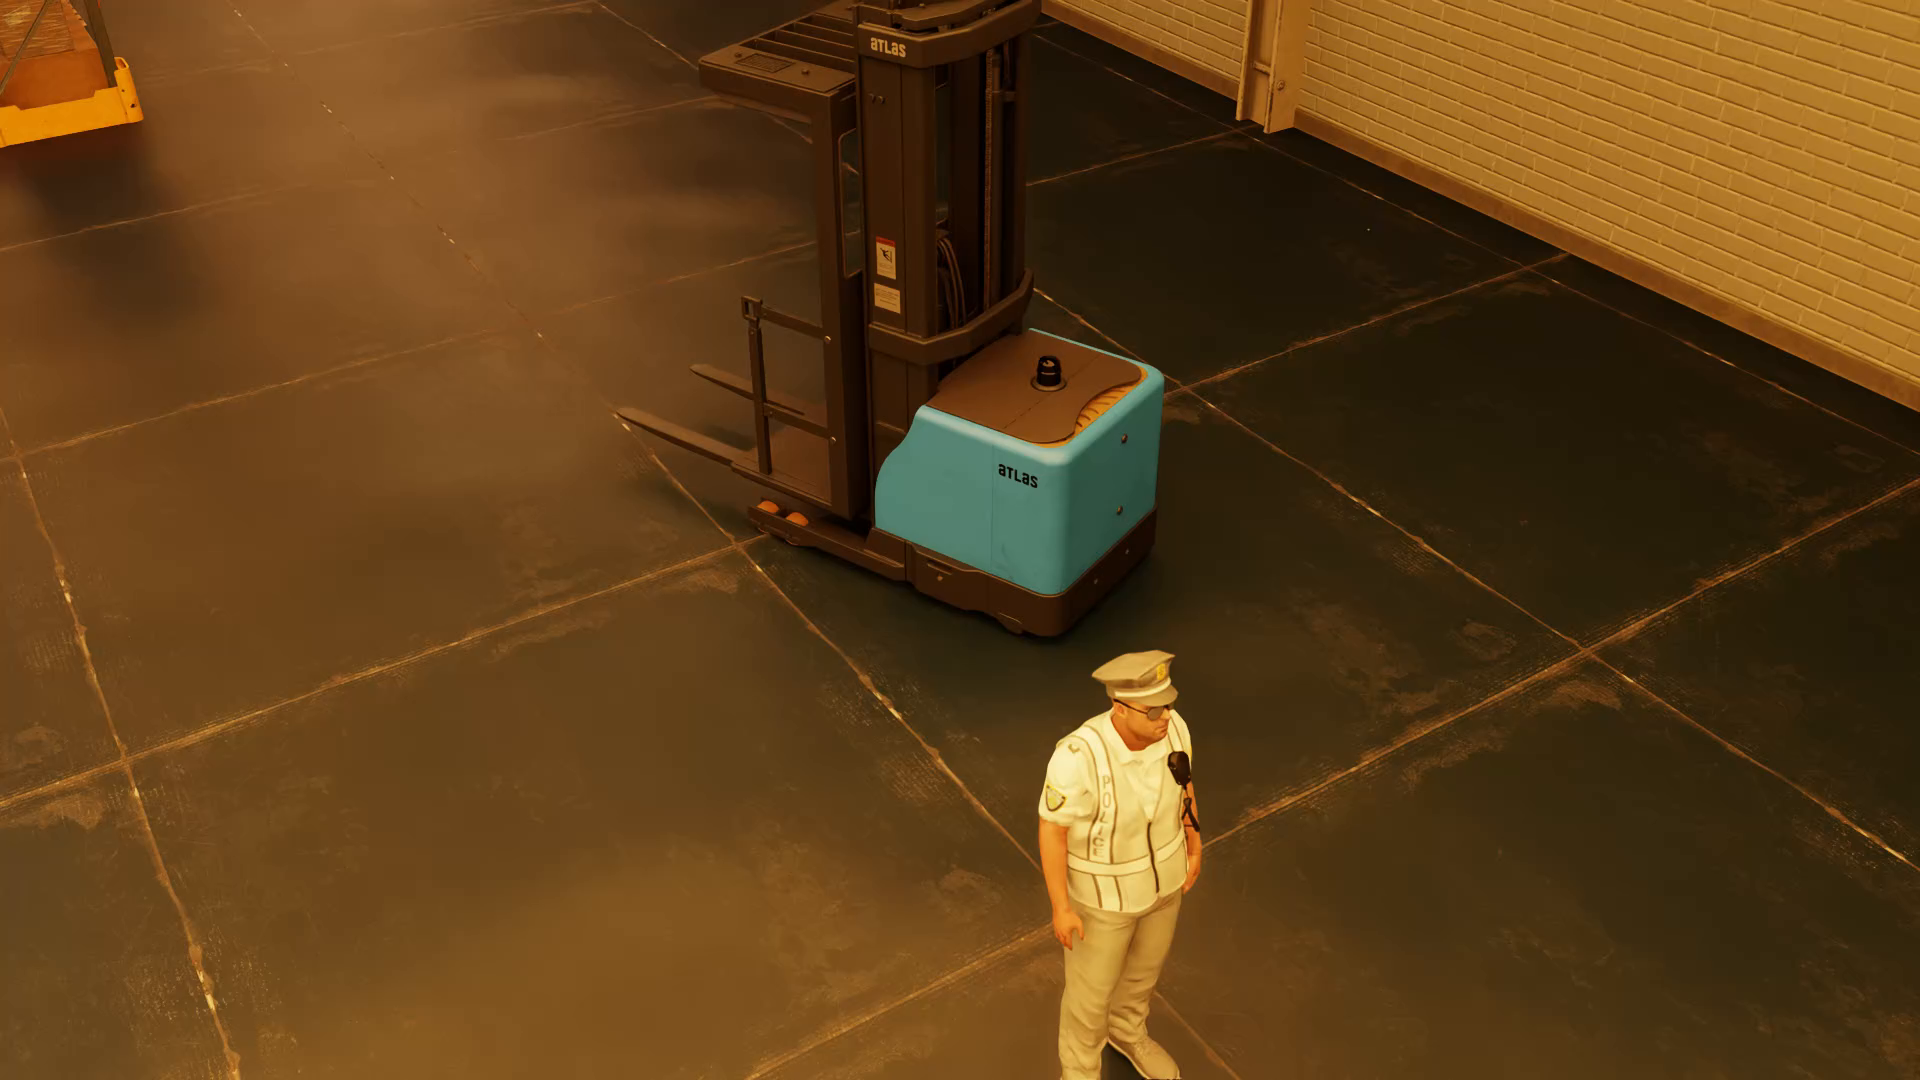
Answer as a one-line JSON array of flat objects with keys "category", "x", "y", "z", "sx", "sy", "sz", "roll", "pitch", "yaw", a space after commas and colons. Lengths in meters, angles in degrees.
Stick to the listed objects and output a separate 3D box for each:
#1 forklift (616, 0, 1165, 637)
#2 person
[{"category": "forklift", "x": -0.500, "y": -1.399, "z": 8.138, "sx": 3.031, "sy": 2.935, "sz": 1.130, "roll": 22, "pitch": 41, "yaw": 28}, {"category": "person", "x": 0.586, "y": 1.154, "z": 5.499, "sx": 0.628, "sy": 1.787, "sz": 0.557, "roll": -20, "pitch": 40, "yaw": -26}]
